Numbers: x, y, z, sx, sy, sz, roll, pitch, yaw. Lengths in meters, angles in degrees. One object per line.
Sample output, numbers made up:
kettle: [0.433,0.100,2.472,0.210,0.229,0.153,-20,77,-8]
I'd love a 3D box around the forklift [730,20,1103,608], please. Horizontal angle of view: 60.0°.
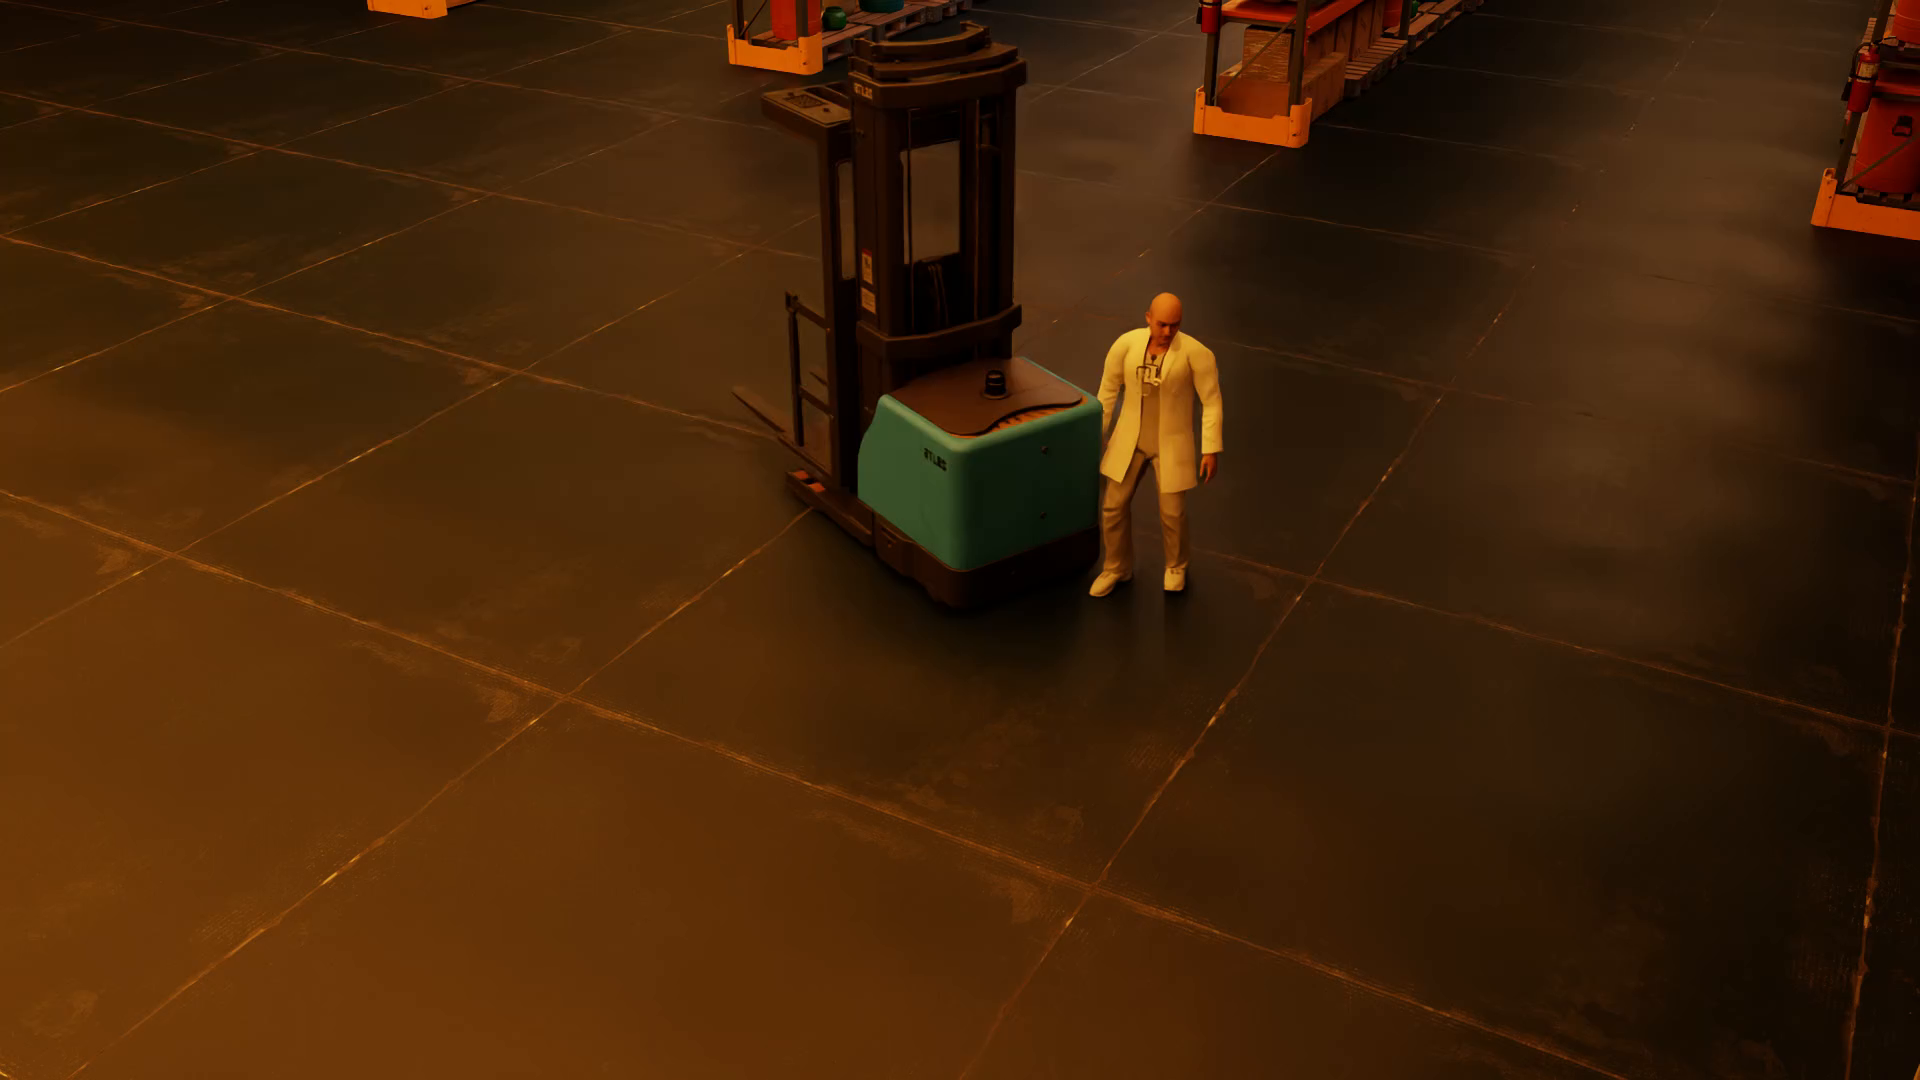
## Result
forklift: [-0.437,-1.580,9.808,1.130,2.935,3.031,-19,35,-29]

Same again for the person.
person: [1.052,-0.508,9.132,0.800,1.752,0.560,11,32,18]
